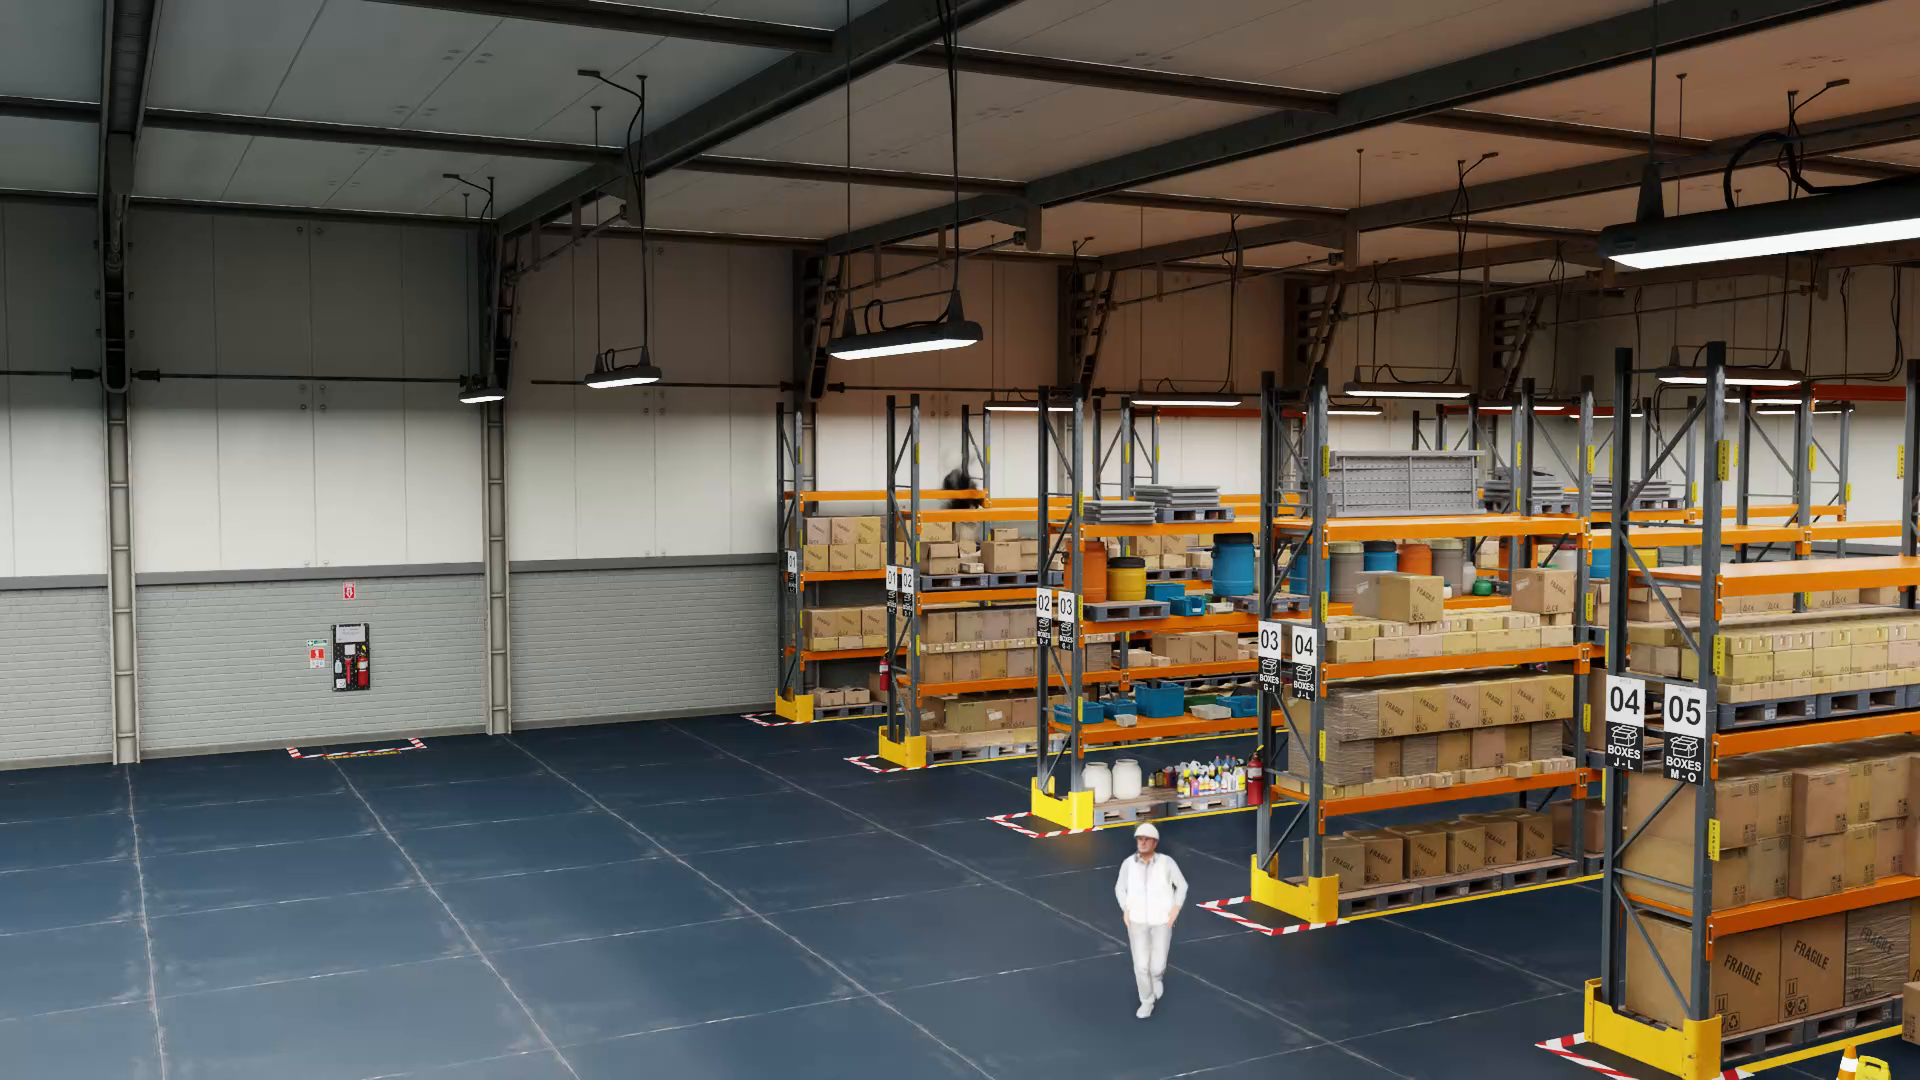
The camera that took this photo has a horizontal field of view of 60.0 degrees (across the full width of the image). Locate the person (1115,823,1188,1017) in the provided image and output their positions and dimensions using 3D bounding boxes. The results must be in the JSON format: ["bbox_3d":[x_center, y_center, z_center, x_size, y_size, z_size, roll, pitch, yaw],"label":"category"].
[{"bbox_3d":[1.724,3.447,15.132,0.664,1.738,0.517,1,3,15],"label":"person"}]
